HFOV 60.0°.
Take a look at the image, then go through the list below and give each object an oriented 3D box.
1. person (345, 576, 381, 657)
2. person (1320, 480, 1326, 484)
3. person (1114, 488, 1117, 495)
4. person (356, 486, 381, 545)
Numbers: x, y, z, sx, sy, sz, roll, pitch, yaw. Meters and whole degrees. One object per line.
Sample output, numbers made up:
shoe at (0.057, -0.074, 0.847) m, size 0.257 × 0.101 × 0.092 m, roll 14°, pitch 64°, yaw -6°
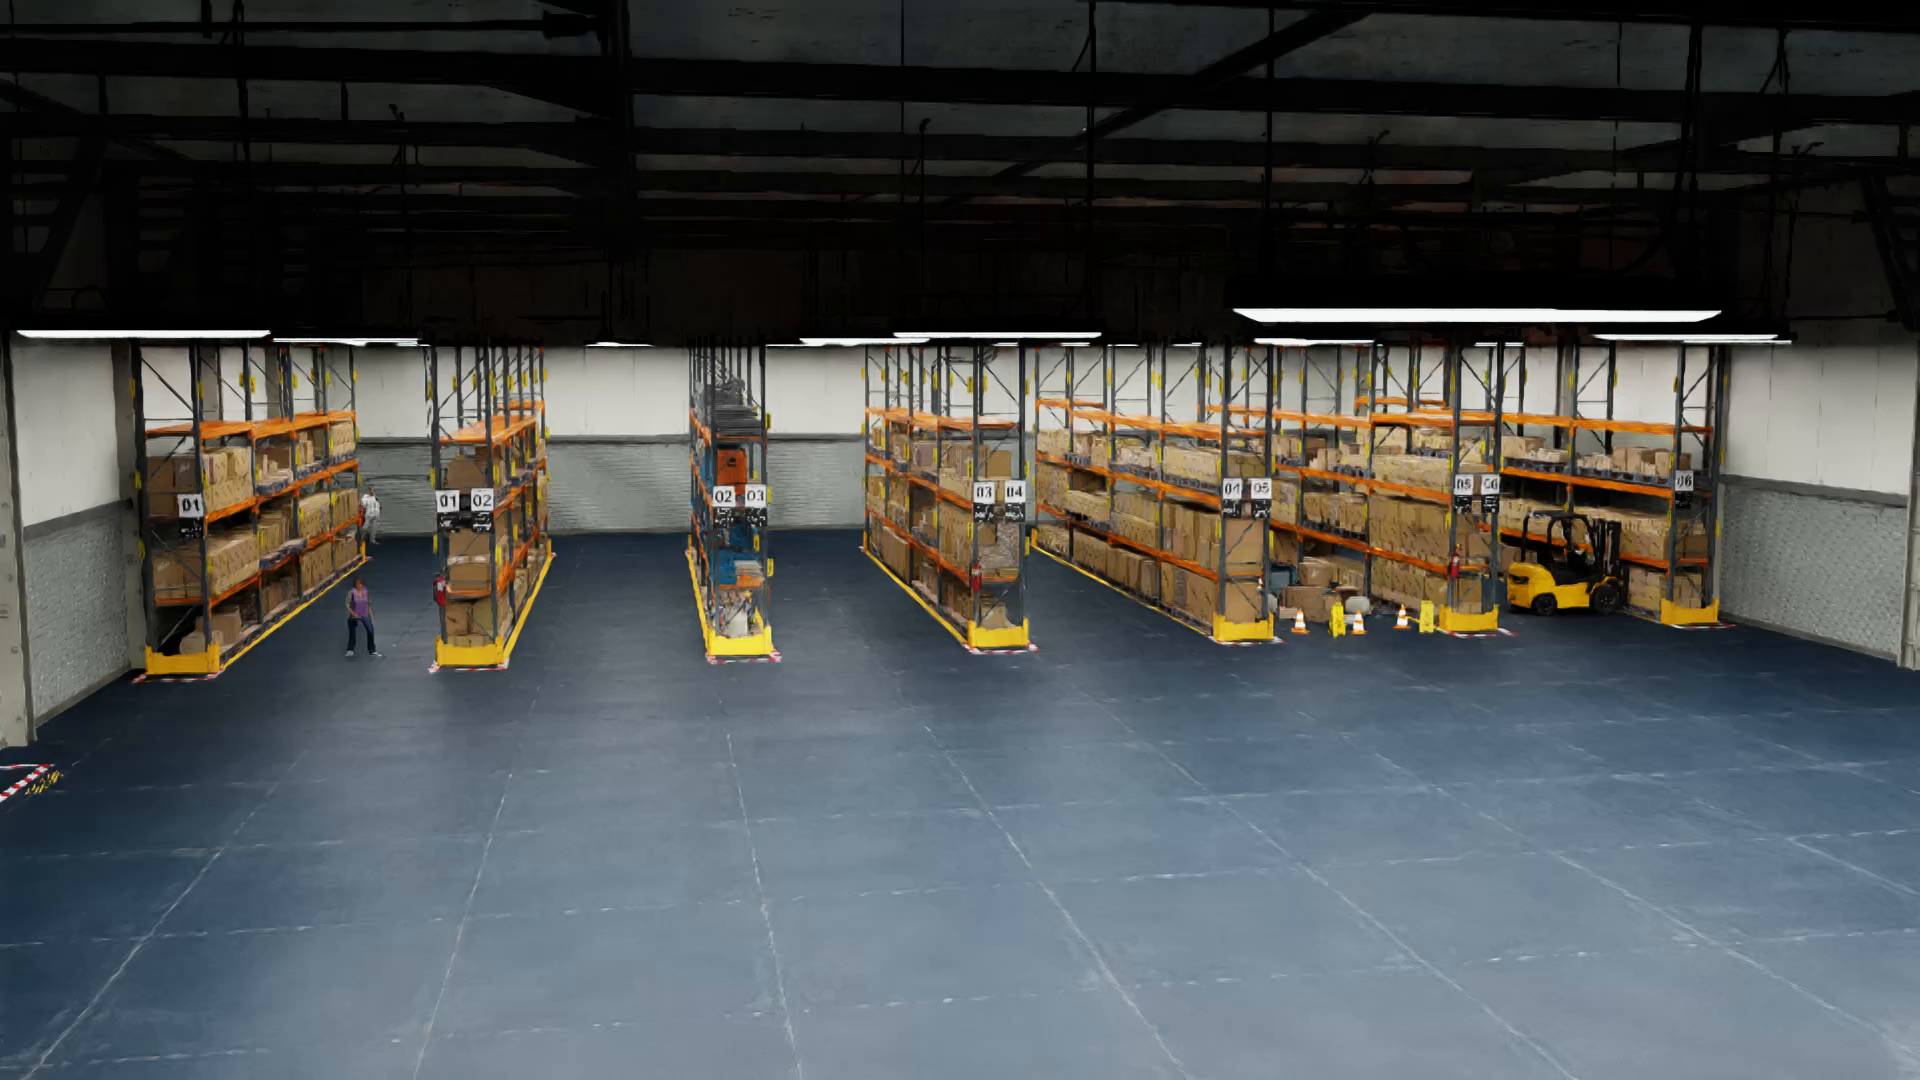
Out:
person at (-11.159, 1.415, 30.924) m, size 0.568 × 1.528 × 0.780 m, roll -4°, pitch 8°, yaw -29°
person at (11.354, -1.050, 51.817) m, size 0.373 × 1.666 × 0.556 m, roll -6°, pitch 9°, yaw -42°
person at (4.447, -0.638, 47.917) m, size 0.463 × 1.732 × 0.601 m, roll -5°, pitch 9°, yaw -40°
person at (-17.358, -0.714, 48.668) m, size 0.525 × 1.742 × 0.737 m, roll 5°, pitch 8°, yaw 38°
